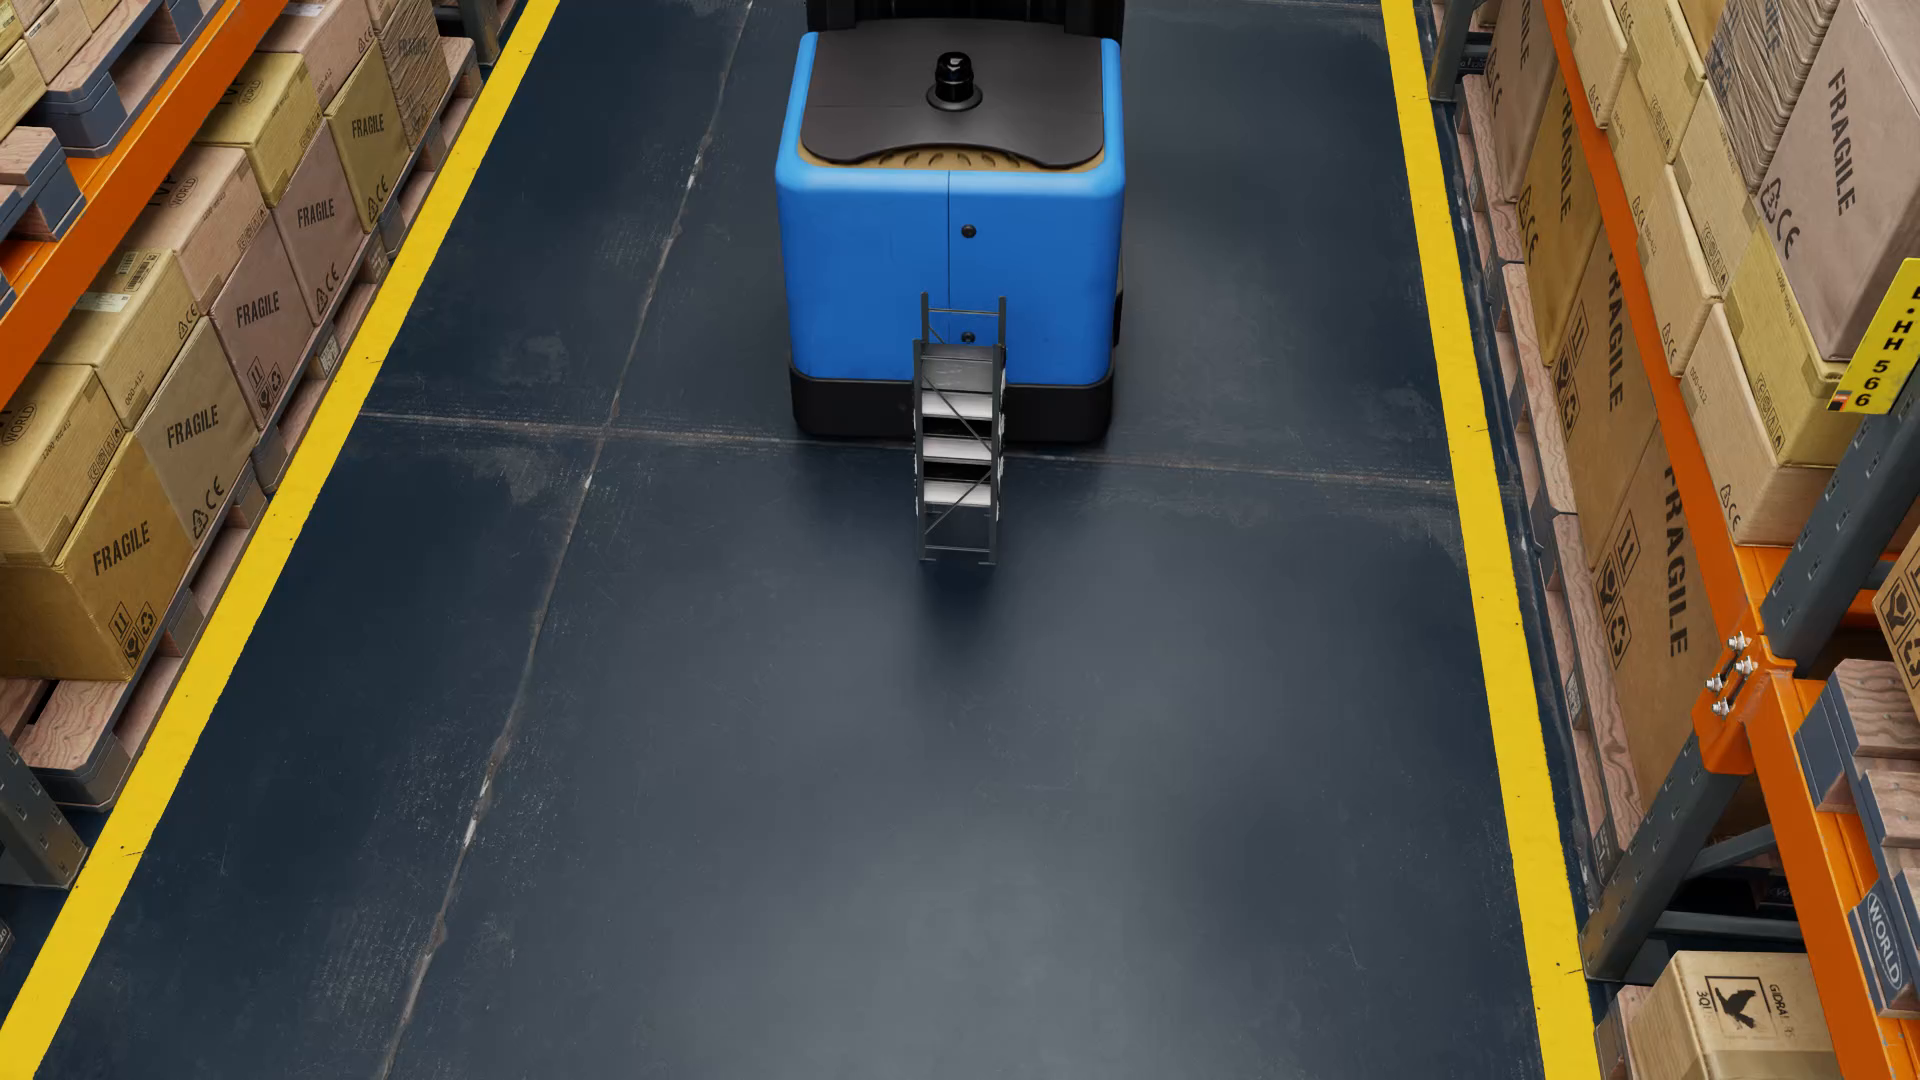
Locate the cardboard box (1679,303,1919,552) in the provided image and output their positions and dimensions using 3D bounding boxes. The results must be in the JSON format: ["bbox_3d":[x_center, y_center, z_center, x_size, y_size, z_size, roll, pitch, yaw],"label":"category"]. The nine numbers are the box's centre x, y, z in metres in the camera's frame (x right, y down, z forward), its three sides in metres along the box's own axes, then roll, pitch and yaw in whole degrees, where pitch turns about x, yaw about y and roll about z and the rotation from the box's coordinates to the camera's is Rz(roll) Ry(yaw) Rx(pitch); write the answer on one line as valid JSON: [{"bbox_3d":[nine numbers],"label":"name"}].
[{"bbox_3d":[1.878,-0.242,3.541,0.500,0.250,0.500,2,48,2],"label":"cardboard box"}]

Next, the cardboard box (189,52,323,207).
[{"bbox_3d":[-2.393,-1.323,5.328,0.500,0.250,0.500,2,48,2],"label":"cardboard box"}]

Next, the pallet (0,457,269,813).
[{"bbox_3d":[-2.775,0.204,4.920,1.003,0.211,1.213,4,48,4],"label":"pallet"}]

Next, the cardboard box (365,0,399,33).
[{"bbox_3d":[-2.299,-2.089,6.029,0.500,0.250,0.500,3,48,2],"label":"cardboard box"}]

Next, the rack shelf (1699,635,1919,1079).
[{"bbox_3d":[1.909,1.808,2.051,1.077,0.370,4.000,4,48,4],"label":"rack shelf"}]

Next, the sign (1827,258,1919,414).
[{"bbox_3d":[1.538,-0.330,2.734,0.100,0.325,0.005,4,48,4],"label":"sign"}]

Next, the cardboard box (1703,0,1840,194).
[{"bbox_3d":[1.916,-1.050,3.432,0.500,0.500,0.500,5,48,4],"label":"cardboard box"}]

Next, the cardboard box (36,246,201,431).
[{"bbox_3d":[-2.498,-0.577,4.646,0.500,0.250,0.500,3,48,3],"label":"cardboard box"}]

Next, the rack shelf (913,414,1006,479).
[{"bbox_3d":[0.001,-0.287,4.948,0.258,0.077,0.200,4,48,4],"label":"rack shelf"}]

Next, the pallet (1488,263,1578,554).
[{"bbox_3d":[2.352,-0.431,5.501,1.003,0.211,1.213,4,48,4],"label":"pallet"}]

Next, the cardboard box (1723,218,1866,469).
[{"bbox_3d":[1.882,-0.395,3.341,0.500,0.250,0.500,4,48,3],"label":"cardboard box"}]

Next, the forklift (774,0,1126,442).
[{"bbox_3d":[0.029,-2.390,5.450,1.130,2.935,3.031,2,48,2],"label":"forklift"}]

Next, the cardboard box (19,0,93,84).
[{"bbox_3d":[-2.512,-1.324,4.314,0.380,0.149,0.250,5,48,5],"label":"cardboard box"}]

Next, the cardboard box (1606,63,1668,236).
[{"bbox_3d":[1.971,-0.988,4.222,0.500,0.250,0.500,3,48,3],"label":"cardboard box"}]

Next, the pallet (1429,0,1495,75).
[{"bbox_3d":[2.603,-2.456,7.353,1.003,0.211,1.213,4,48,4],"label":"pallet"}]

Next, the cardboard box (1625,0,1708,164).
[{"bbox_3d":[1.951,-1.150,4.032,0.500,0.250,0.500,3,48,3],"label":"cardboard box"}]

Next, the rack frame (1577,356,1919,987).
[{"bbox_3d":[2.091,0.096,3.129,1.000,3.000,0.127,4,48,4],"label":"rack frame"}]

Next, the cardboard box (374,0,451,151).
[{"bbox_3d":[-2.300,-1.839,6.309,0.500,0.500,0.500,3,48,3],"label":"cardboard box"}]

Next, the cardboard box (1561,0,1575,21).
[{"bbox_3d":[2.044,-1.731,4.902,0.500,0.250,0.500,4,48,3],"label":"cardboard box"}]

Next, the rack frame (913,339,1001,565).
[{"bbox_3d":[-0.009,-0.235,4.855,0.240,0.900,0.006,4,48,4],"label":"rack frame"}]

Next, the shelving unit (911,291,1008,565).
[{"bbox_3d":[0.001,-0.310,4.923,0.258,0.900,0.210,4,48,4],"label":"shelving unit"}]

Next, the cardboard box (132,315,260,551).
[{"bbox_3d":[-2.487,-0.333,4.931,0.500,0.500,0.500,4,48,4],"label":"cardboard box"}]

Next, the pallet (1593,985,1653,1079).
[{"bbox_3d":[2.018,1.611,3.633,1.003,0.211,1.213,4,48,4],"label":"pallet"}]

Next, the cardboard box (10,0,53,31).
[{"bbox_3d":[-2.514,-1.426,4.205,0.380,0.149,0.250,4,48,4],"label":"cardboard box"}]

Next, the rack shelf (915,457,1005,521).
[{"bbox_3d":[0.001,-0.166,5.081,0.258,0.077,0.200,4,48,4],"label":"rack shelf"}]

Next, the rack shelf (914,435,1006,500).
[{"bbox_3d":[0.001,-0.226,5.014,0.258,0.077,0.200,4,48,4],"label":"rack shelf"}]

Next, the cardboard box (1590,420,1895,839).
[{"bbox_3d":[2.237,0.169,4.218,0.875,0.875,0.875,3,48,3],"label":"cardboard box"}]

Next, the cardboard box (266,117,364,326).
[{"bbox_3d":[-2.398,-1.086,5.620,0.500,0.500,0.500,3,48,3],"label":"cardboard box"}]

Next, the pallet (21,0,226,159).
[{"bbox_3d":[-2.708,-1.555,4.770,1.003,0.211,1.213,4,48,4],"label":"pallet"}]

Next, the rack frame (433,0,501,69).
[{"bbox_3d":[-2.483,-3.102,6.054,1.000,3.000,0.127,4,48,4],"label":"rack frame"}]

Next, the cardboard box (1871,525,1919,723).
[{"bbox_3d":[1.819,0.135,2.540,0.500,0.500,0.500,3,48,2],"label":"cardboard box"}]

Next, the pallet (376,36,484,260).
[{"bbox_3d":[-2.553,-1.589,6.560,1.003,0.211,1.213,4,48,4],"label":"pallet"}]

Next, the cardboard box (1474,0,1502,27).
[{"bbox_3d":[2.620,-2.575,7.024,0.875,0.438,0.875,3,48,3],"label":"cardboard box"}]

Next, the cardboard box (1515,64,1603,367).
[{"bbox_3d":[2.404,-1.143,5.418,0.875,0.875,0.875,5,48,5],"label":"cardboard box"}]
